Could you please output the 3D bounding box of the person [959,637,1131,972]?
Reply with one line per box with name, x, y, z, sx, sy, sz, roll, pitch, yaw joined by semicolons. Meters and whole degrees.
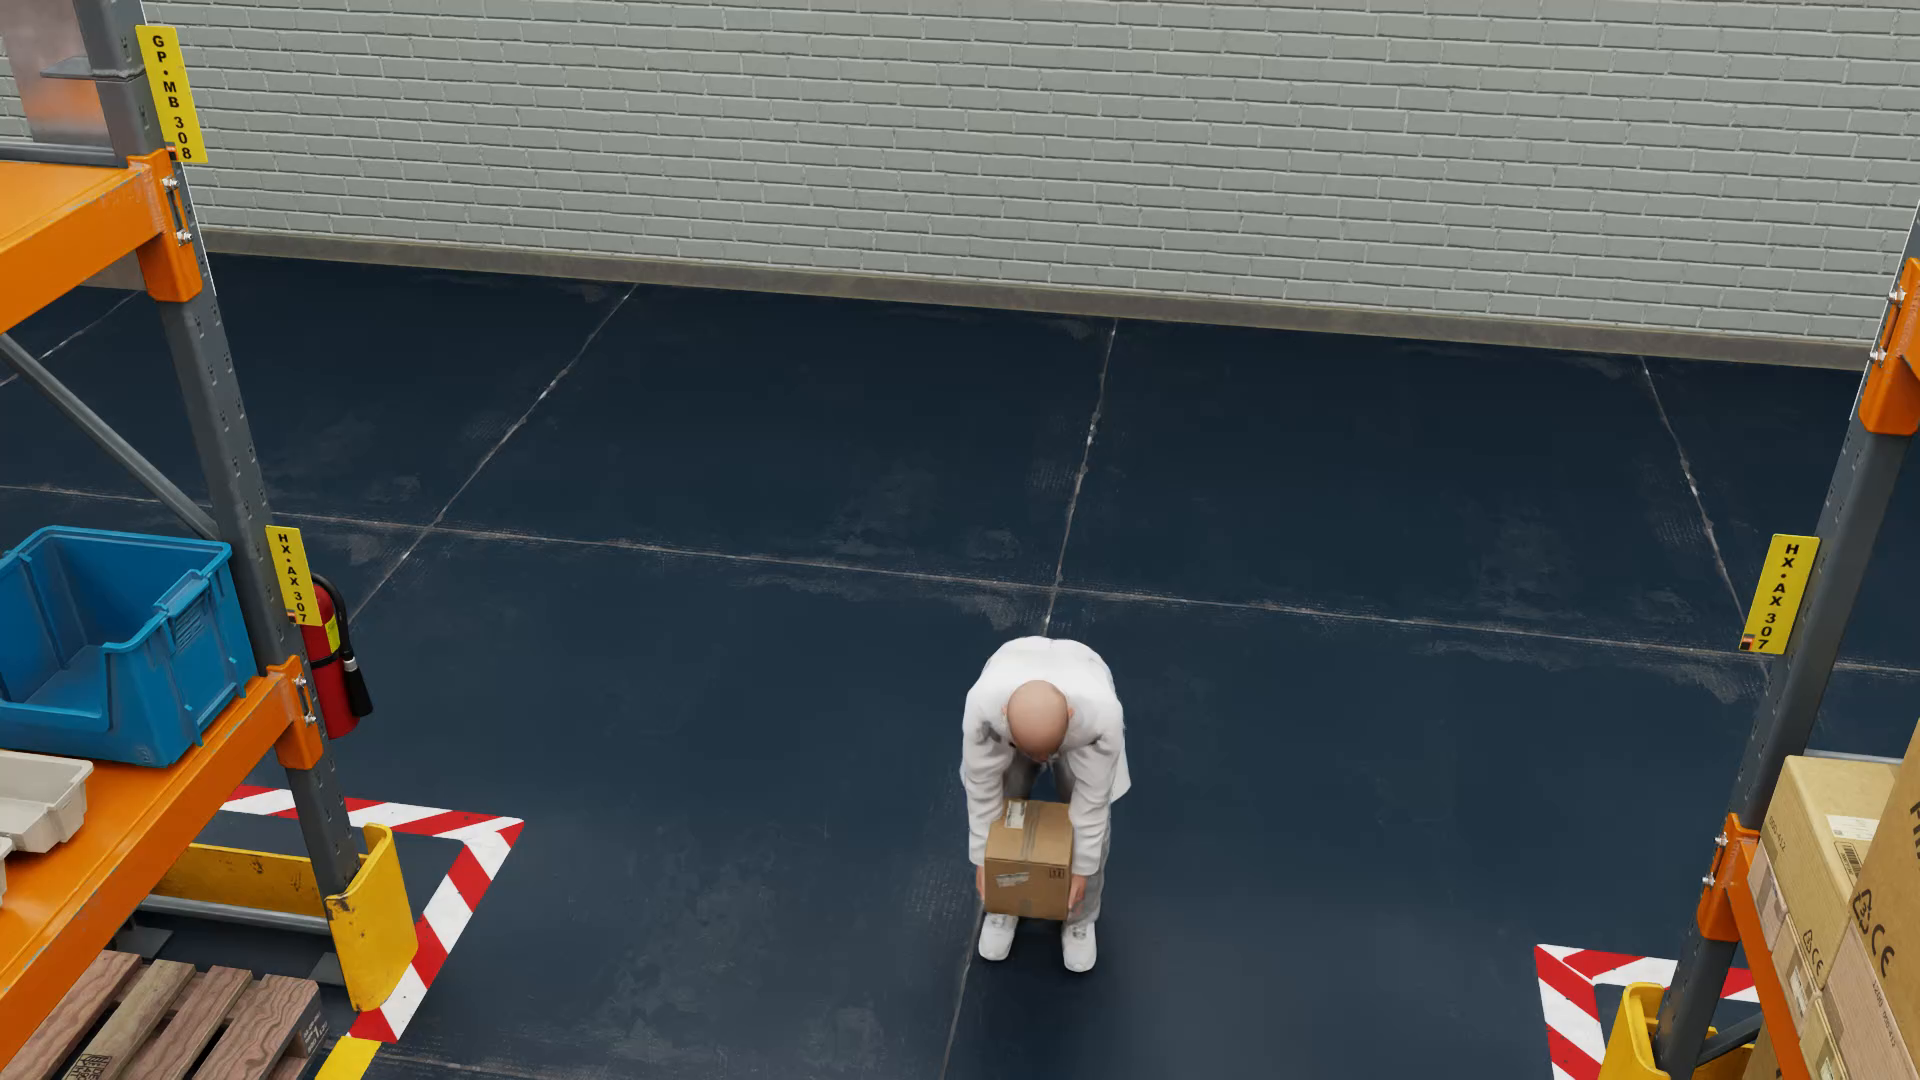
person;0.242;0.875;5.165;0.552;1.342;0.851;4;32;7
